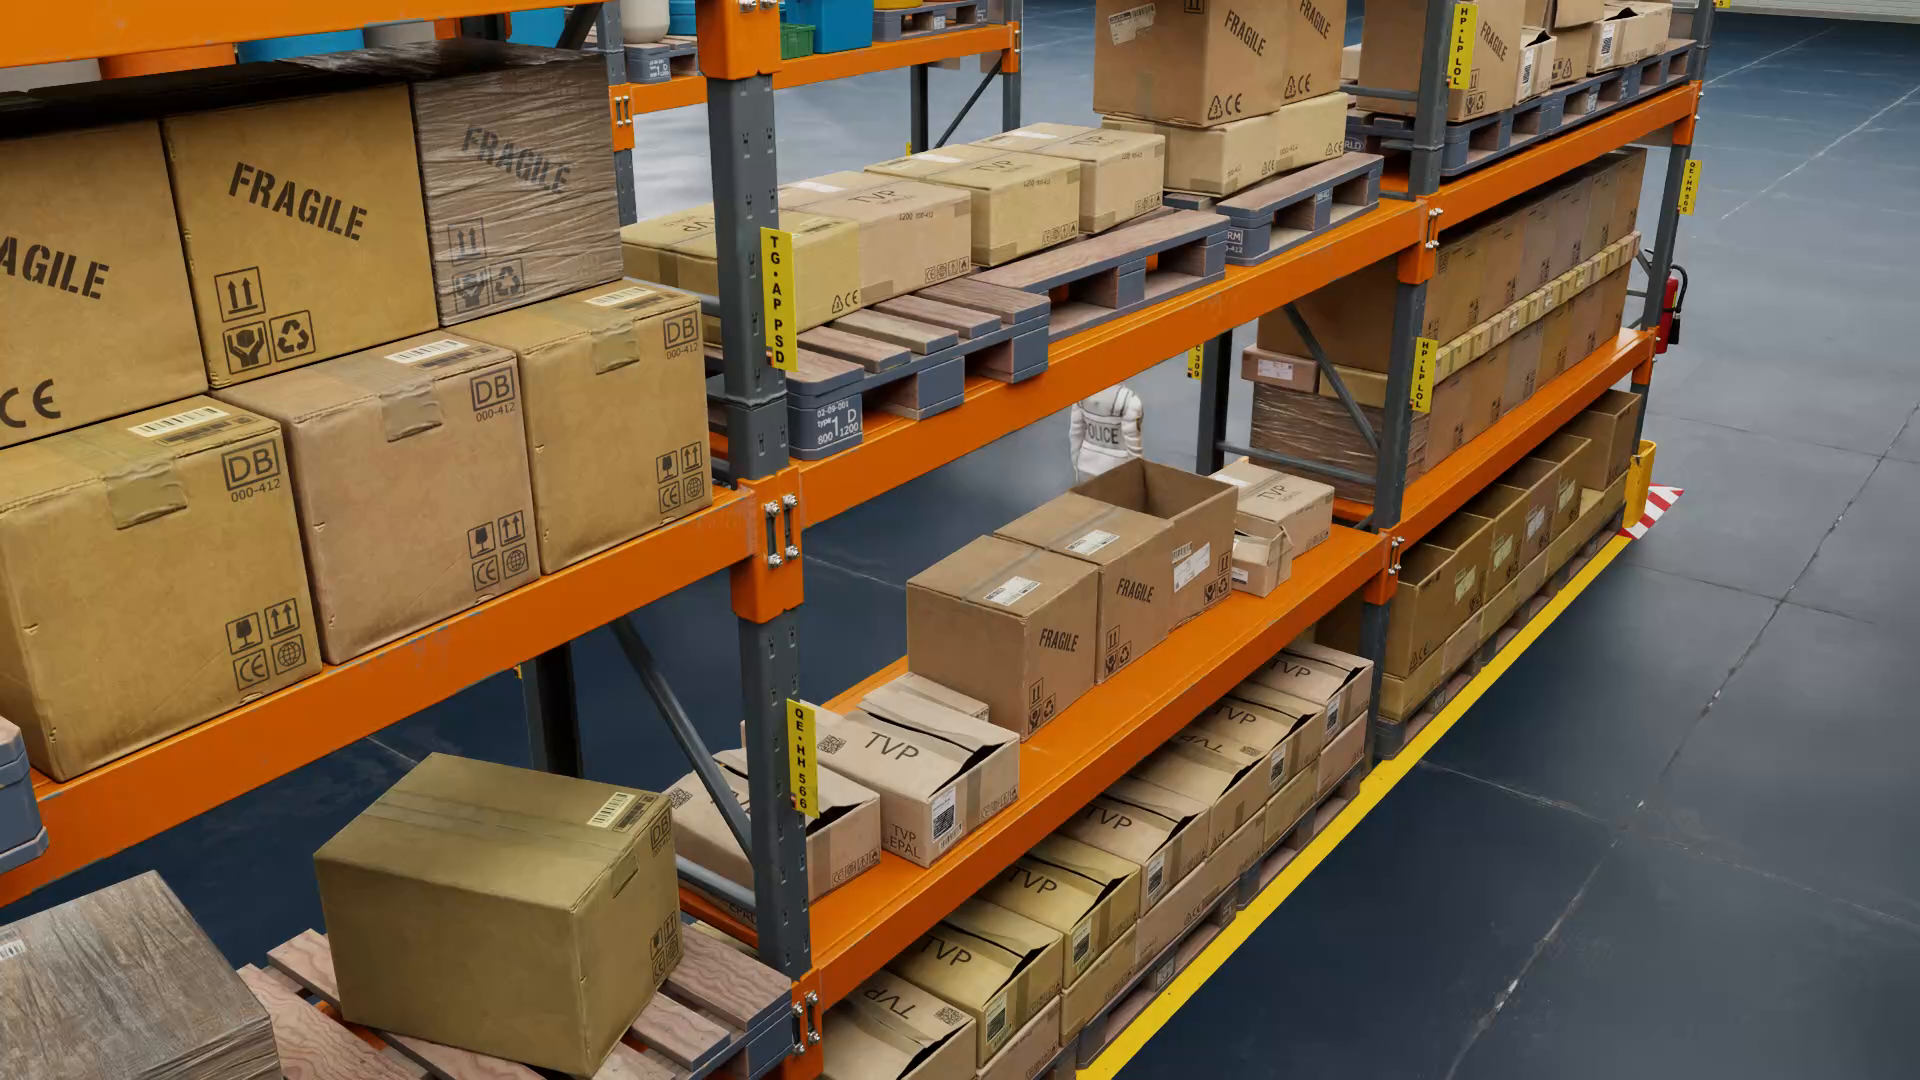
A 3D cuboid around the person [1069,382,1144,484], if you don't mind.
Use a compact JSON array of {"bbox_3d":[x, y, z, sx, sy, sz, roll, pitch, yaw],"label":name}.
[{"bbox_3d":[0.836,-0.354,9.411,0.477,1.692,0.339,18,29,34],"label":"person"}]
